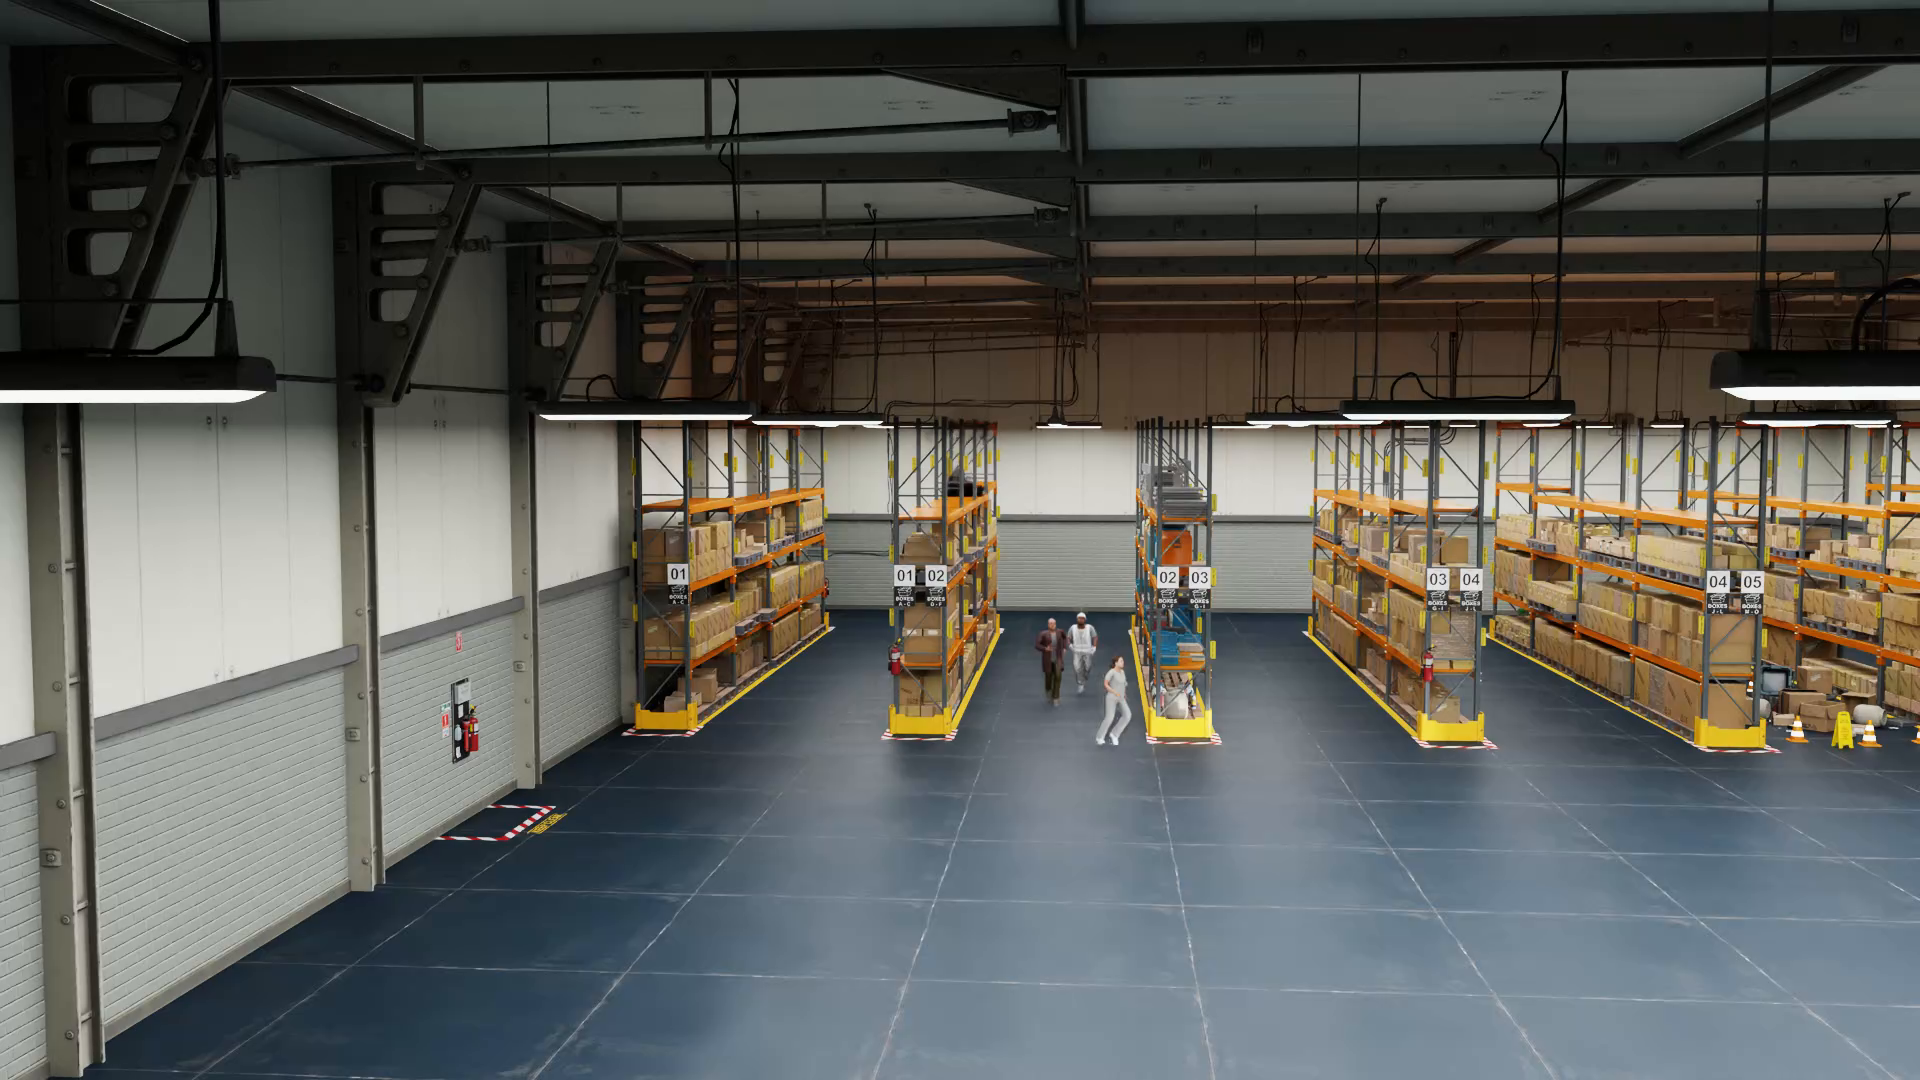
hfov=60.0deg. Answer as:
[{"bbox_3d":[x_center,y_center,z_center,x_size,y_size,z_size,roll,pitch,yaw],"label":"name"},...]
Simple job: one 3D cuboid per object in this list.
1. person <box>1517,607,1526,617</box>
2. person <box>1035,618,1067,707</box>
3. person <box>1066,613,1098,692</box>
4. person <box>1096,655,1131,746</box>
[{"bbox_3d":[16.065,1.737,47.236,0.880,1.824,0.598,0,4,0],"label":"person"},{"bbox_3d":[1.929,2.575,35.009,0.738,1.839,0.923,-1,4,-9],"label":"person"},{"bbox_3d":[2.684,2.470,36.719,0.712,1.734,0.668,0,4,4],"label":"person"},{"bbox_3d":[2.863,2.915,30.404,0.622,1.632,0.651,-3,5,-38],"label":"person"}]
